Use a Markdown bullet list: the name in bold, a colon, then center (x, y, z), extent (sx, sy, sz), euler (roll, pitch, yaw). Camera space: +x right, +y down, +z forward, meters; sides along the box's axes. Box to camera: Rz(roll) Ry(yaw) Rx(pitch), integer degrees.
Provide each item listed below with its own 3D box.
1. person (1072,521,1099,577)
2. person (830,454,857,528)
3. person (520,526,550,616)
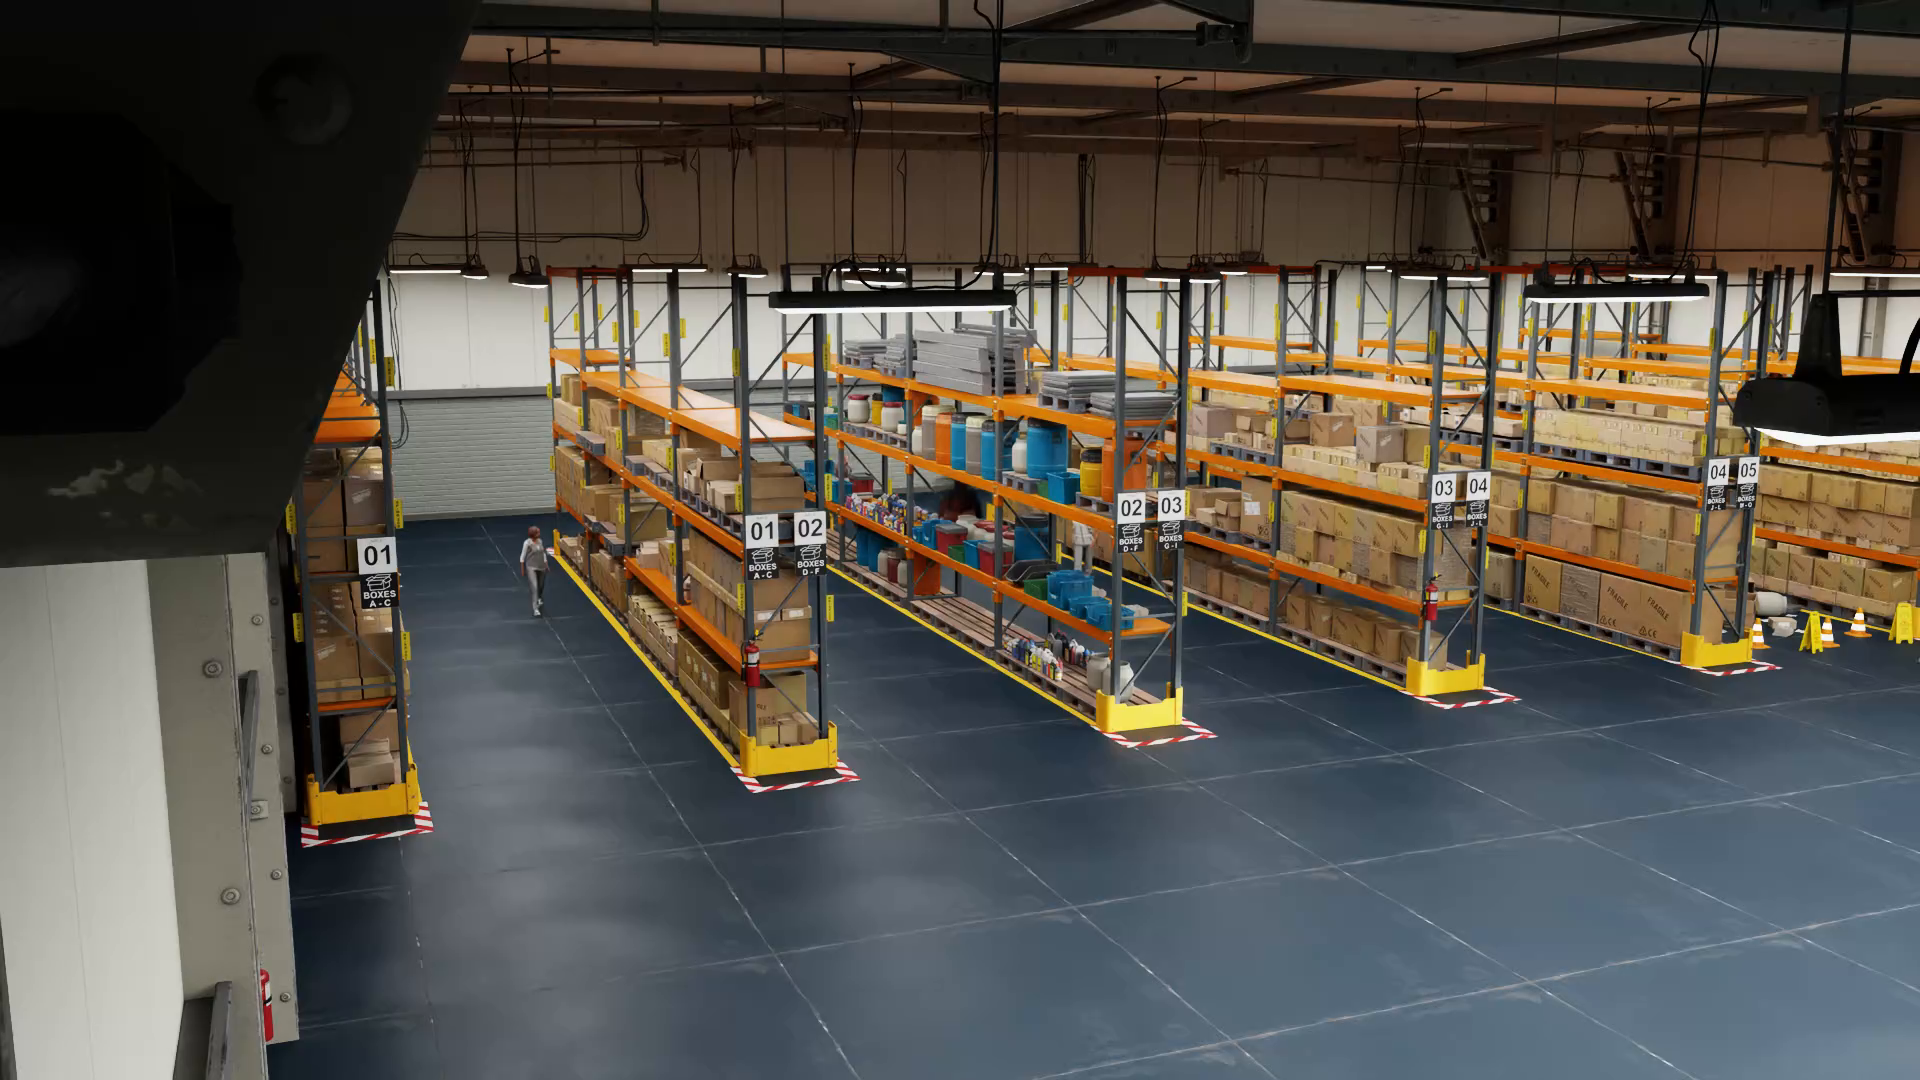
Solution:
- **person**: center (2.236, 0.094, 29.688), extent (0.479, 1.669, 0.578), euler (0, 10, 3)
- **person**: center (-2.643, -1.119, 38.104), extent (1.145, 1.726, 0.713), euler (1, 10, 4)
- **person**: center (-7.486, 0.507, 29.274), extent (0.493, 1.539, 0.939), euler (-4, 11, -24)
